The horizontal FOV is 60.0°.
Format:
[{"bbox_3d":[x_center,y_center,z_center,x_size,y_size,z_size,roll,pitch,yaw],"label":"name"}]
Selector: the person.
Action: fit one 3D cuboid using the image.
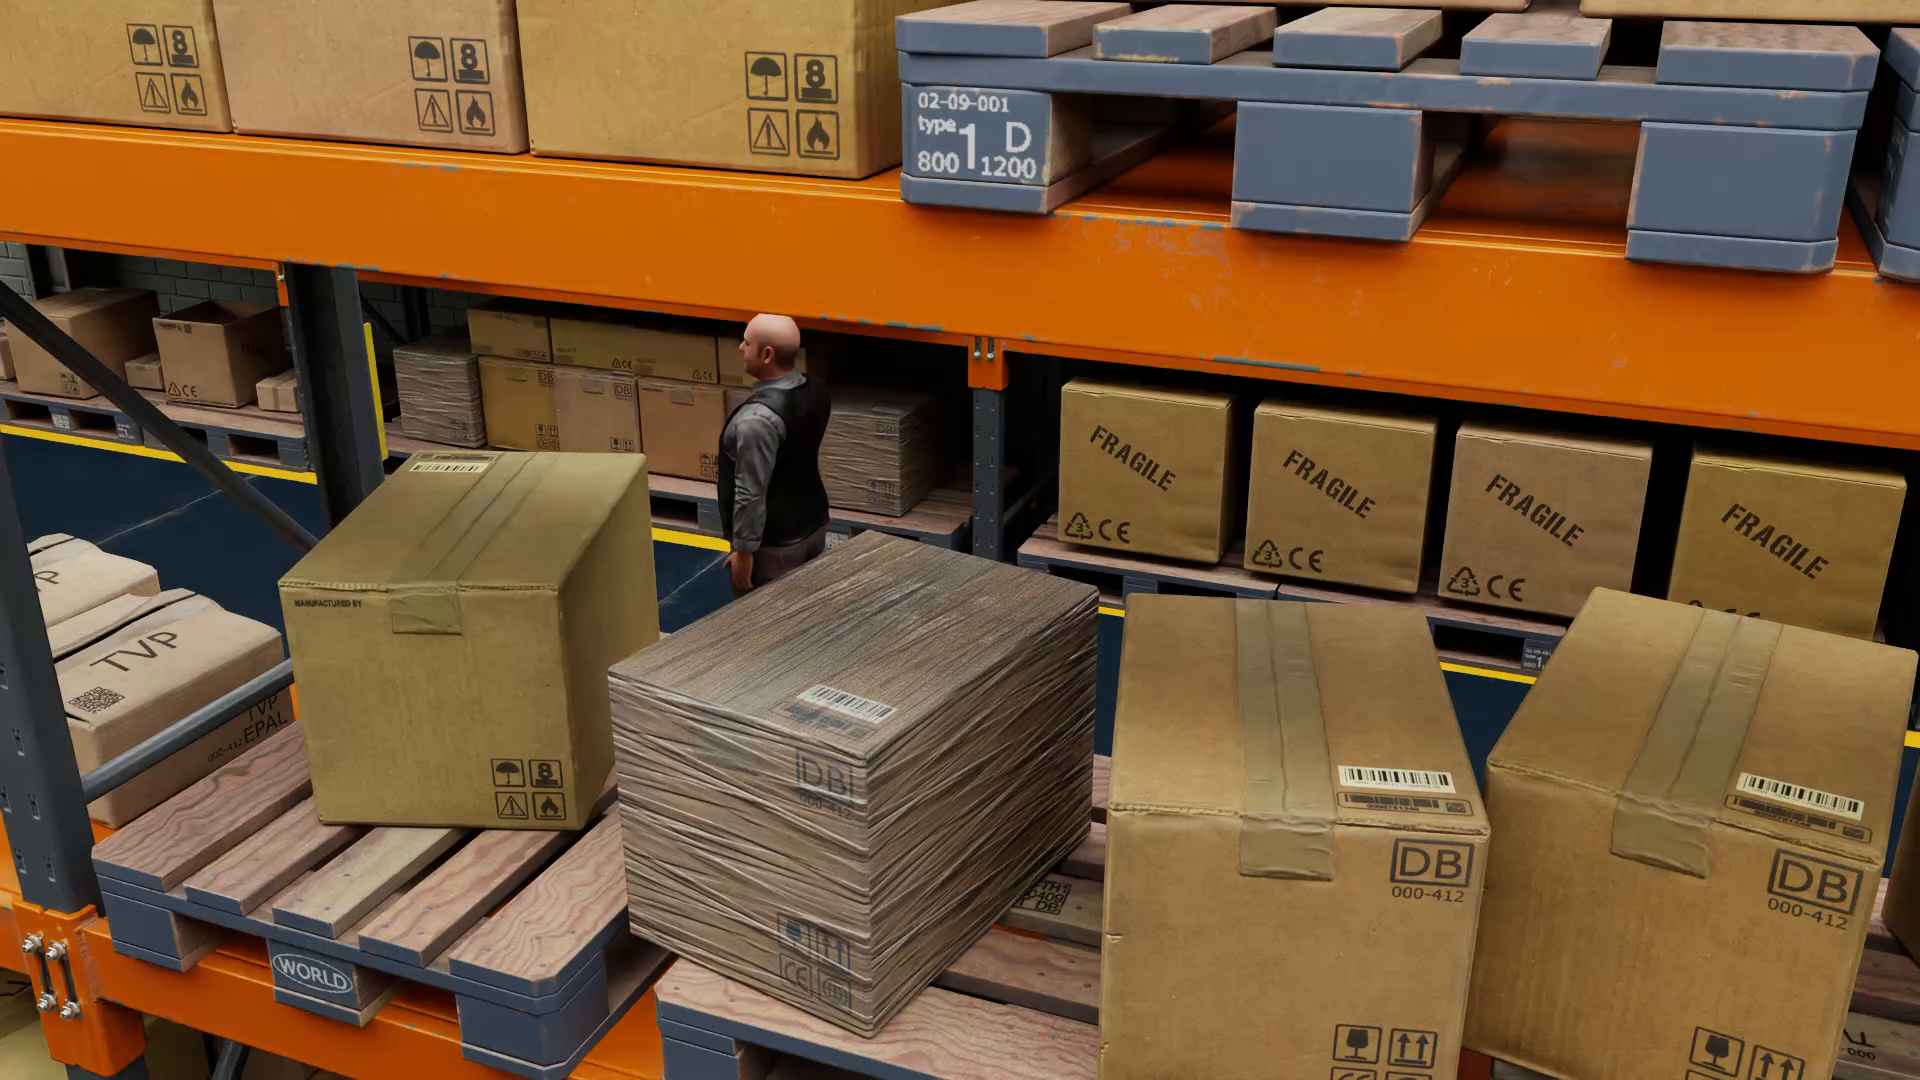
[{"bbox_3d":[-0.687,0.044,6.150,0.358,1.636,0.532,9,24,21],"label":"person"}]
